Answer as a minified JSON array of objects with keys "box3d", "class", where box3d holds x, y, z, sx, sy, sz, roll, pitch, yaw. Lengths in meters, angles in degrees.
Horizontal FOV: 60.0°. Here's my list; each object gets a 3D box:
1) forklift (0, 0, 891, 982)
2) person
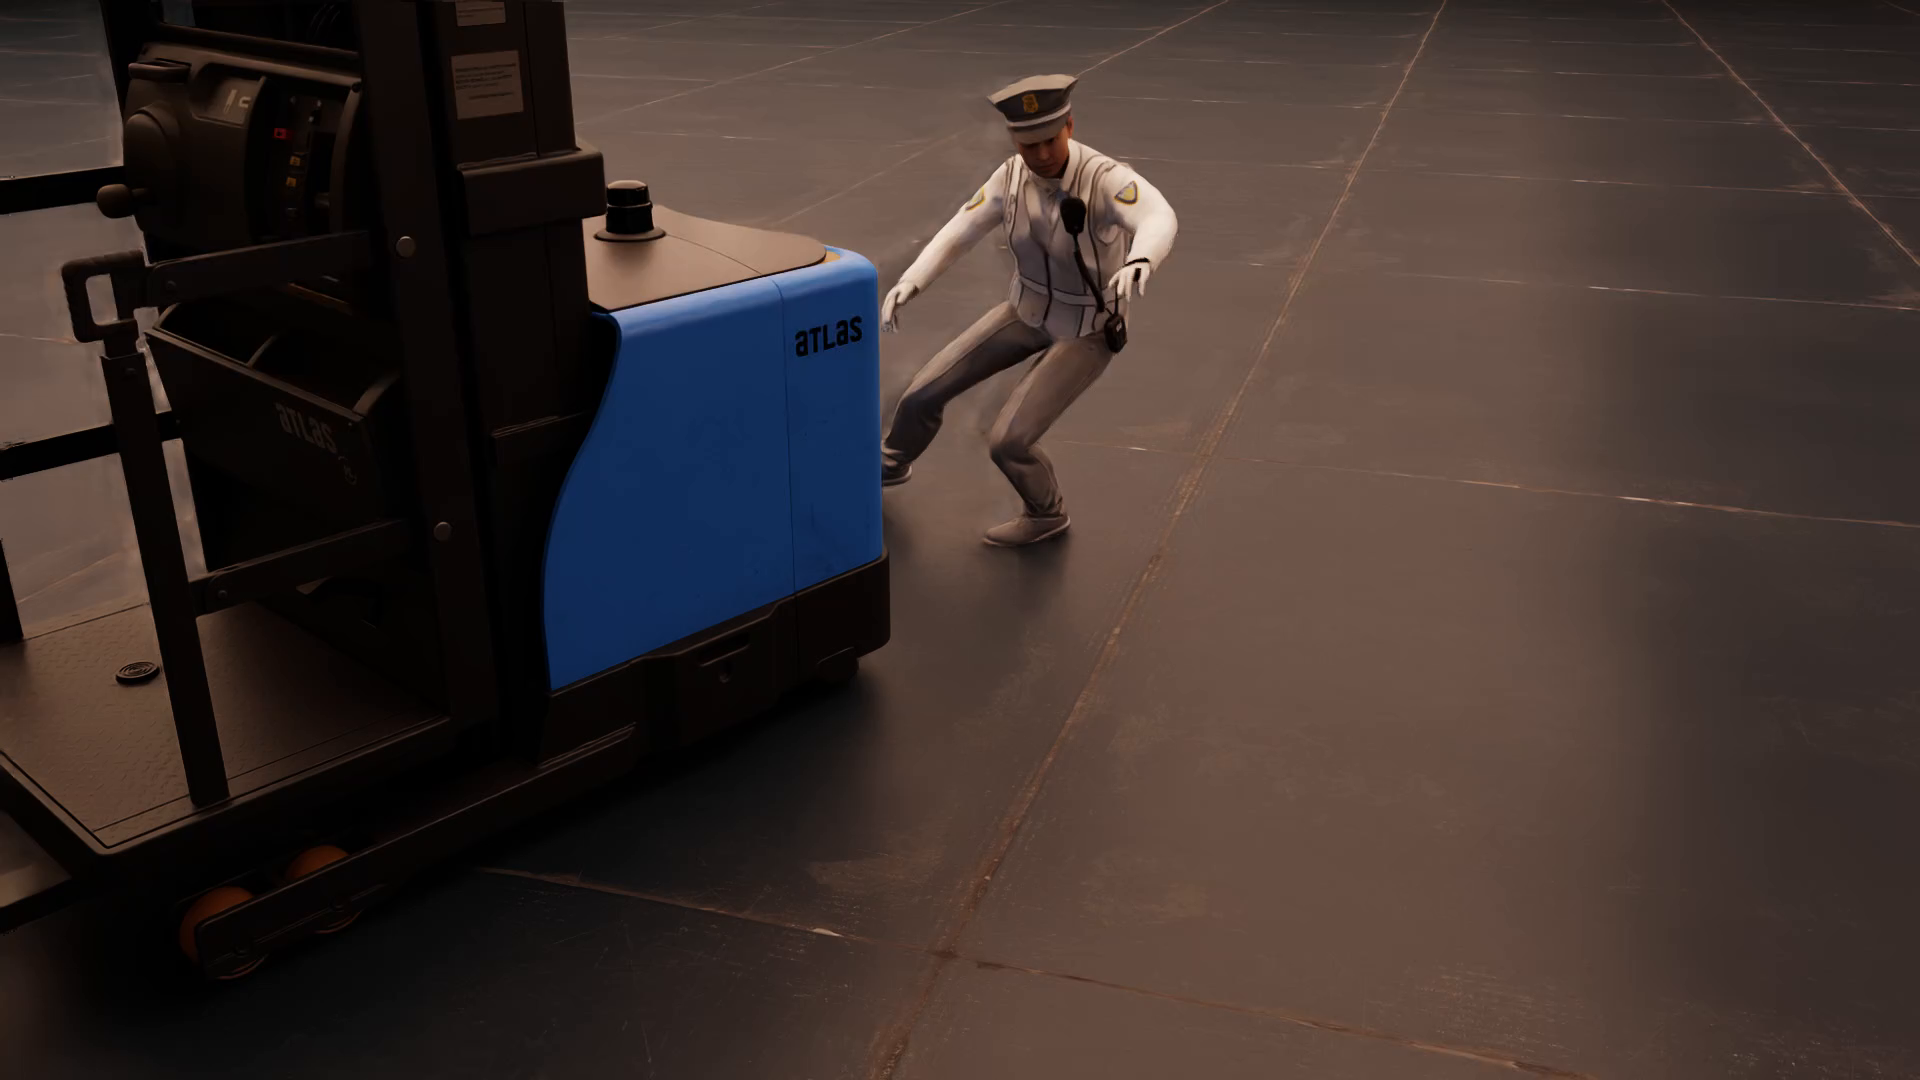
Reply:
[{"box3d":[-1.549,-0.751,3.098,1.130,2.935,3.031,19,29,39],"class":"forklift"},{"box3d":[0.092,-0.606,4.775,1.335,1.428,0.792,15,27,31],"class":"person"}]
